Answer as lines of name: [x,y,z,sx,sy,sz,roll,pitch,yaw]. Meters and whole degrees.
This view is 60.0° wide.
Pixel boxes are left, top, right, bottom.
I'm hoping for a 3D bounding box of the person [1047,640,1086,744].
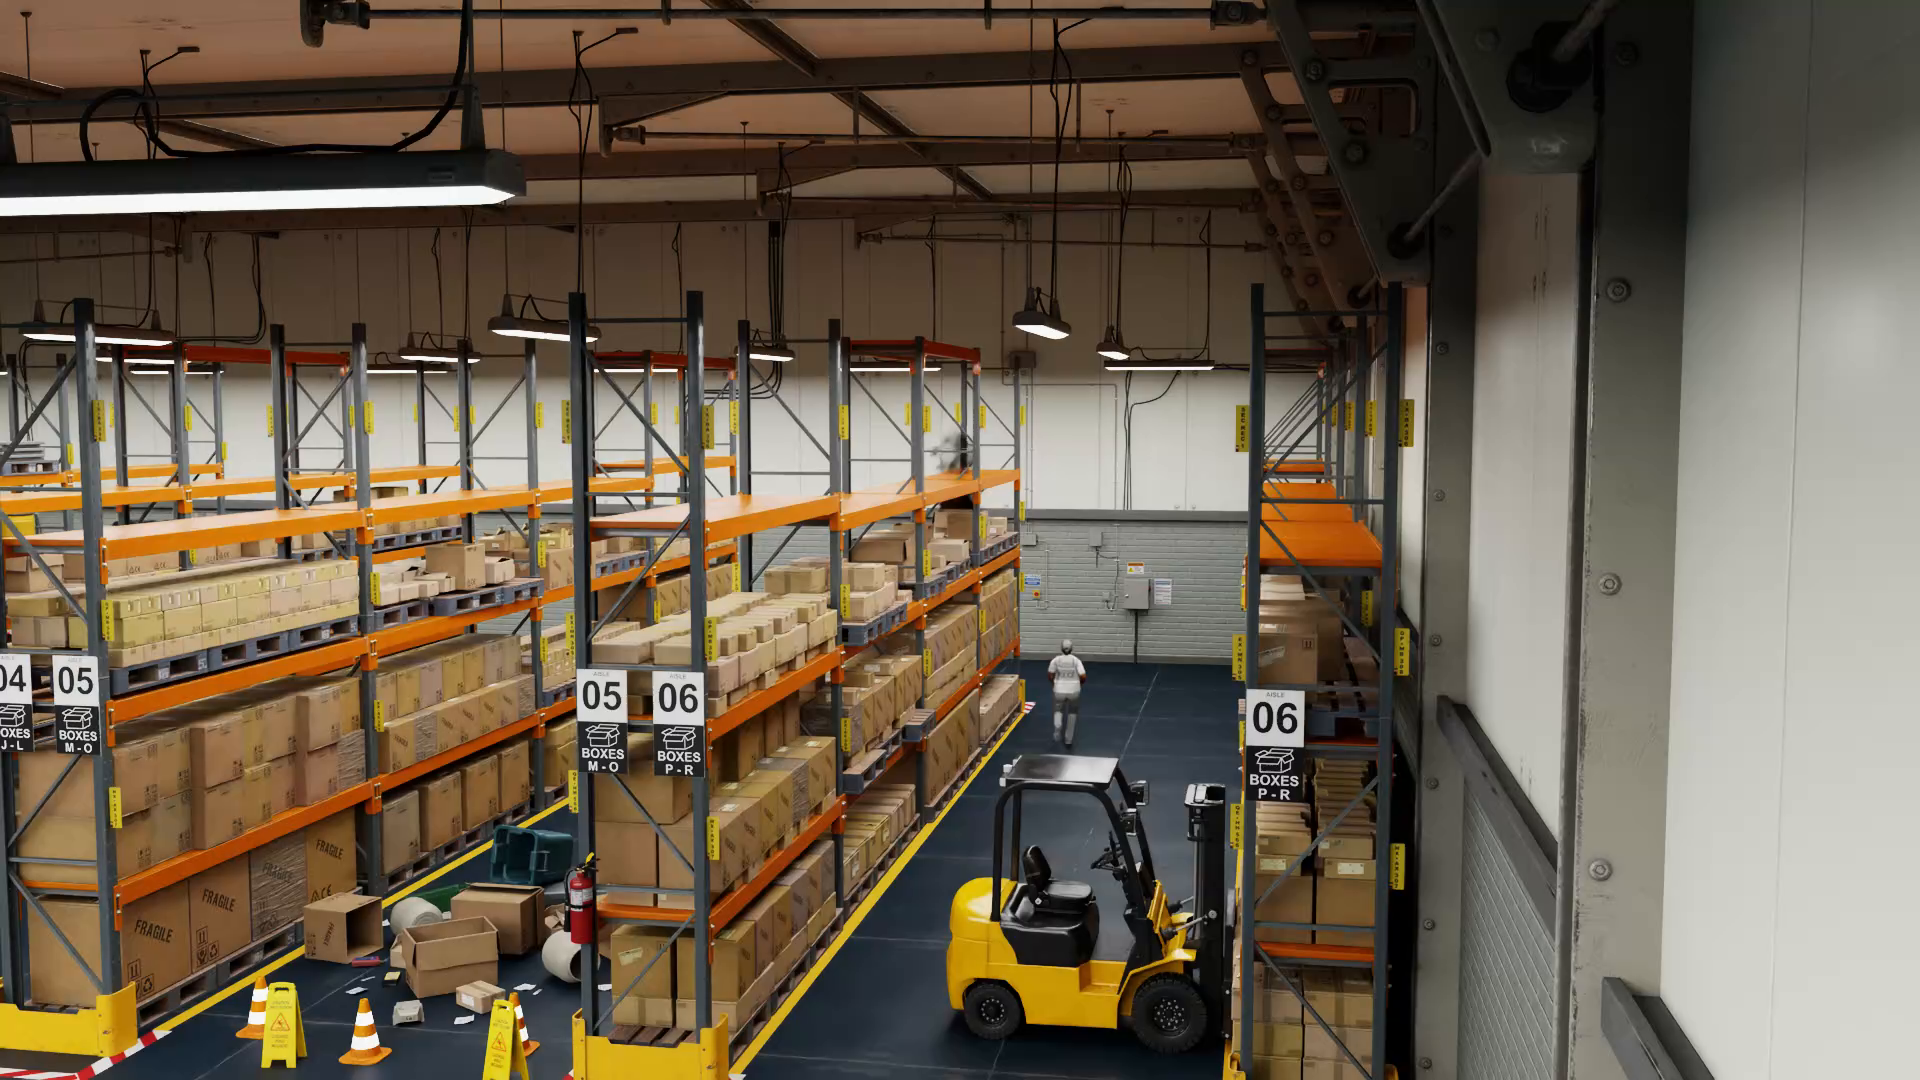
person: [1.626,2.321,25.326,0.605,1.615,0.579,1,5,8]
